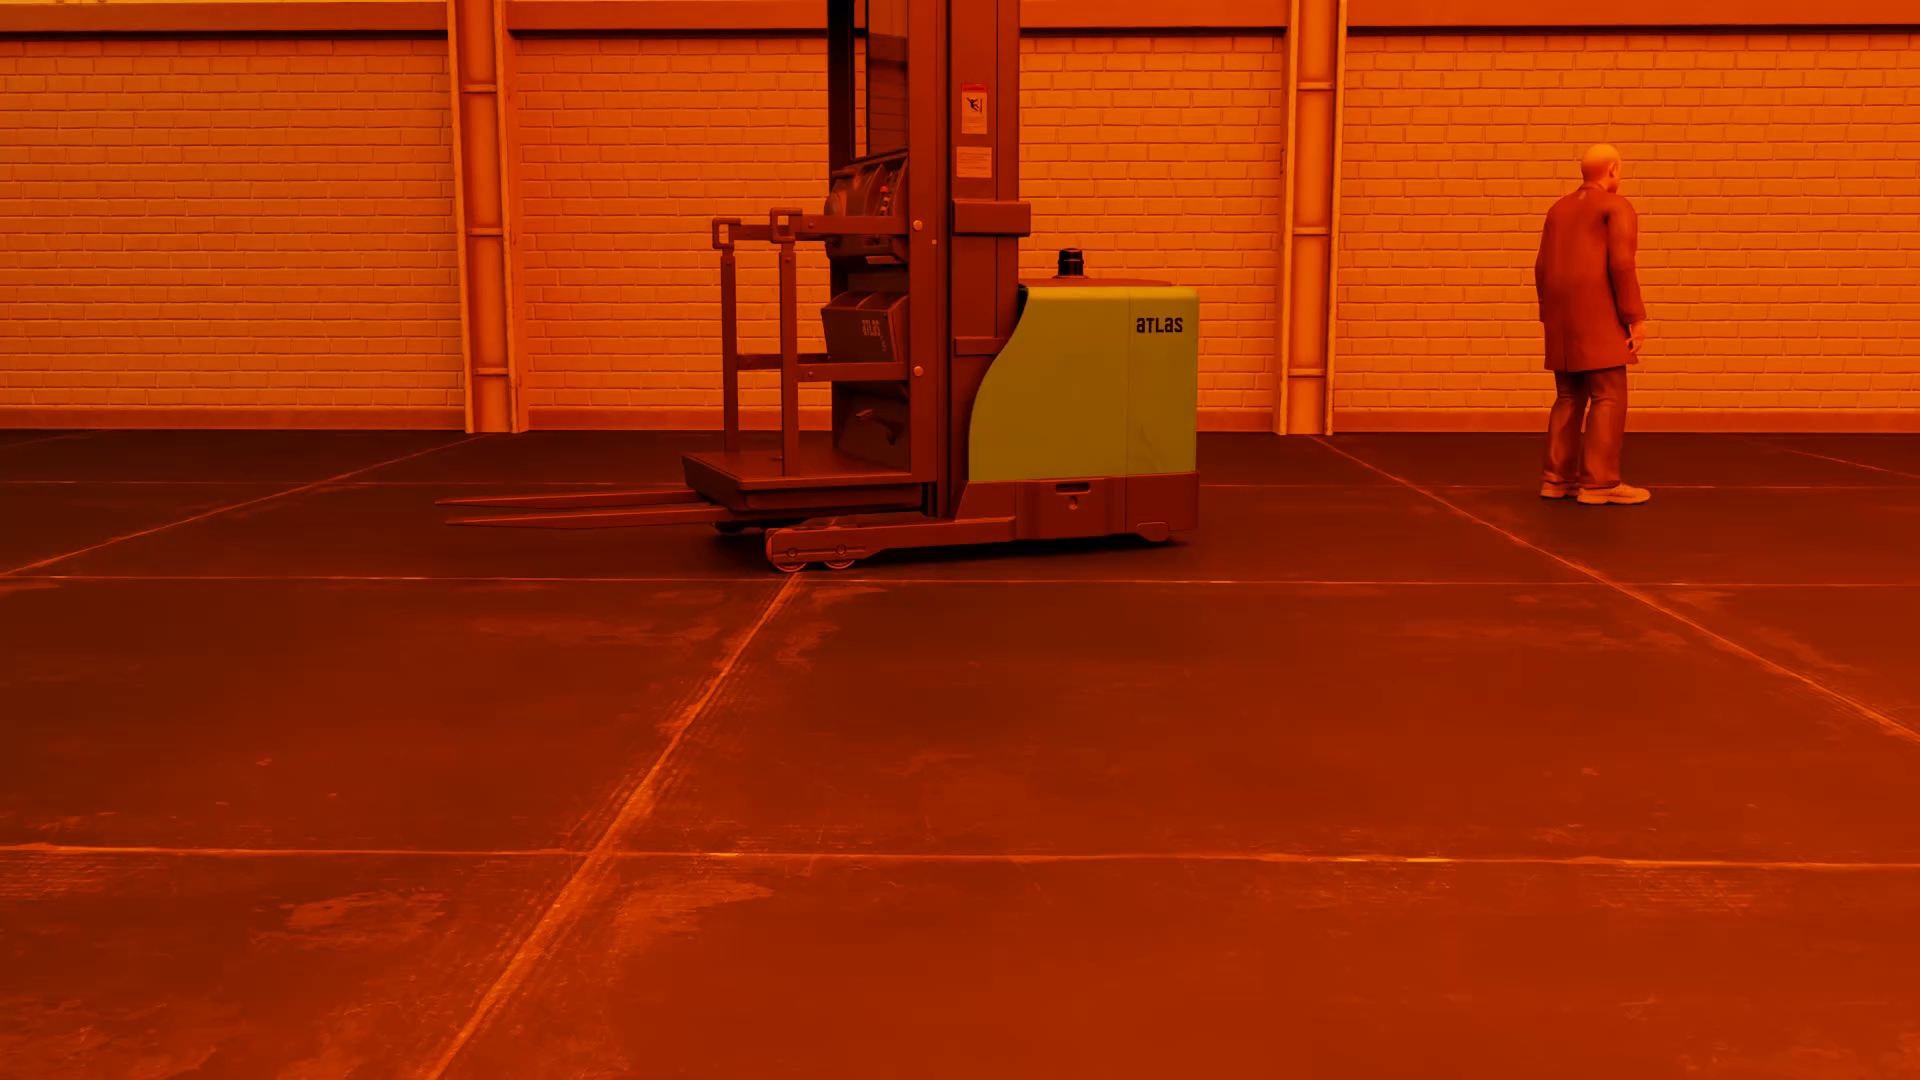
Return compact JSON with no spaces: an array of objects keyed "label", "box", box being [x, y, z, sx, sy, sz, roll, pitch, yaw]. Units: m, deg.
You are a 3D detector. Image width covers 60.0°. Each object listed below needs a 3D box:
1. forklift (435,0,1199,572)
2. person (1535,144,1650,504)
[{"label":"forklift","box":[-0.569,-1.416,6.694,3.031,2.935,1.130,-3,9,-20]},{"label":"person","box":[3.164,-1.087,8.370,0.425,1.774,0.656,-4,9,-24]}]
